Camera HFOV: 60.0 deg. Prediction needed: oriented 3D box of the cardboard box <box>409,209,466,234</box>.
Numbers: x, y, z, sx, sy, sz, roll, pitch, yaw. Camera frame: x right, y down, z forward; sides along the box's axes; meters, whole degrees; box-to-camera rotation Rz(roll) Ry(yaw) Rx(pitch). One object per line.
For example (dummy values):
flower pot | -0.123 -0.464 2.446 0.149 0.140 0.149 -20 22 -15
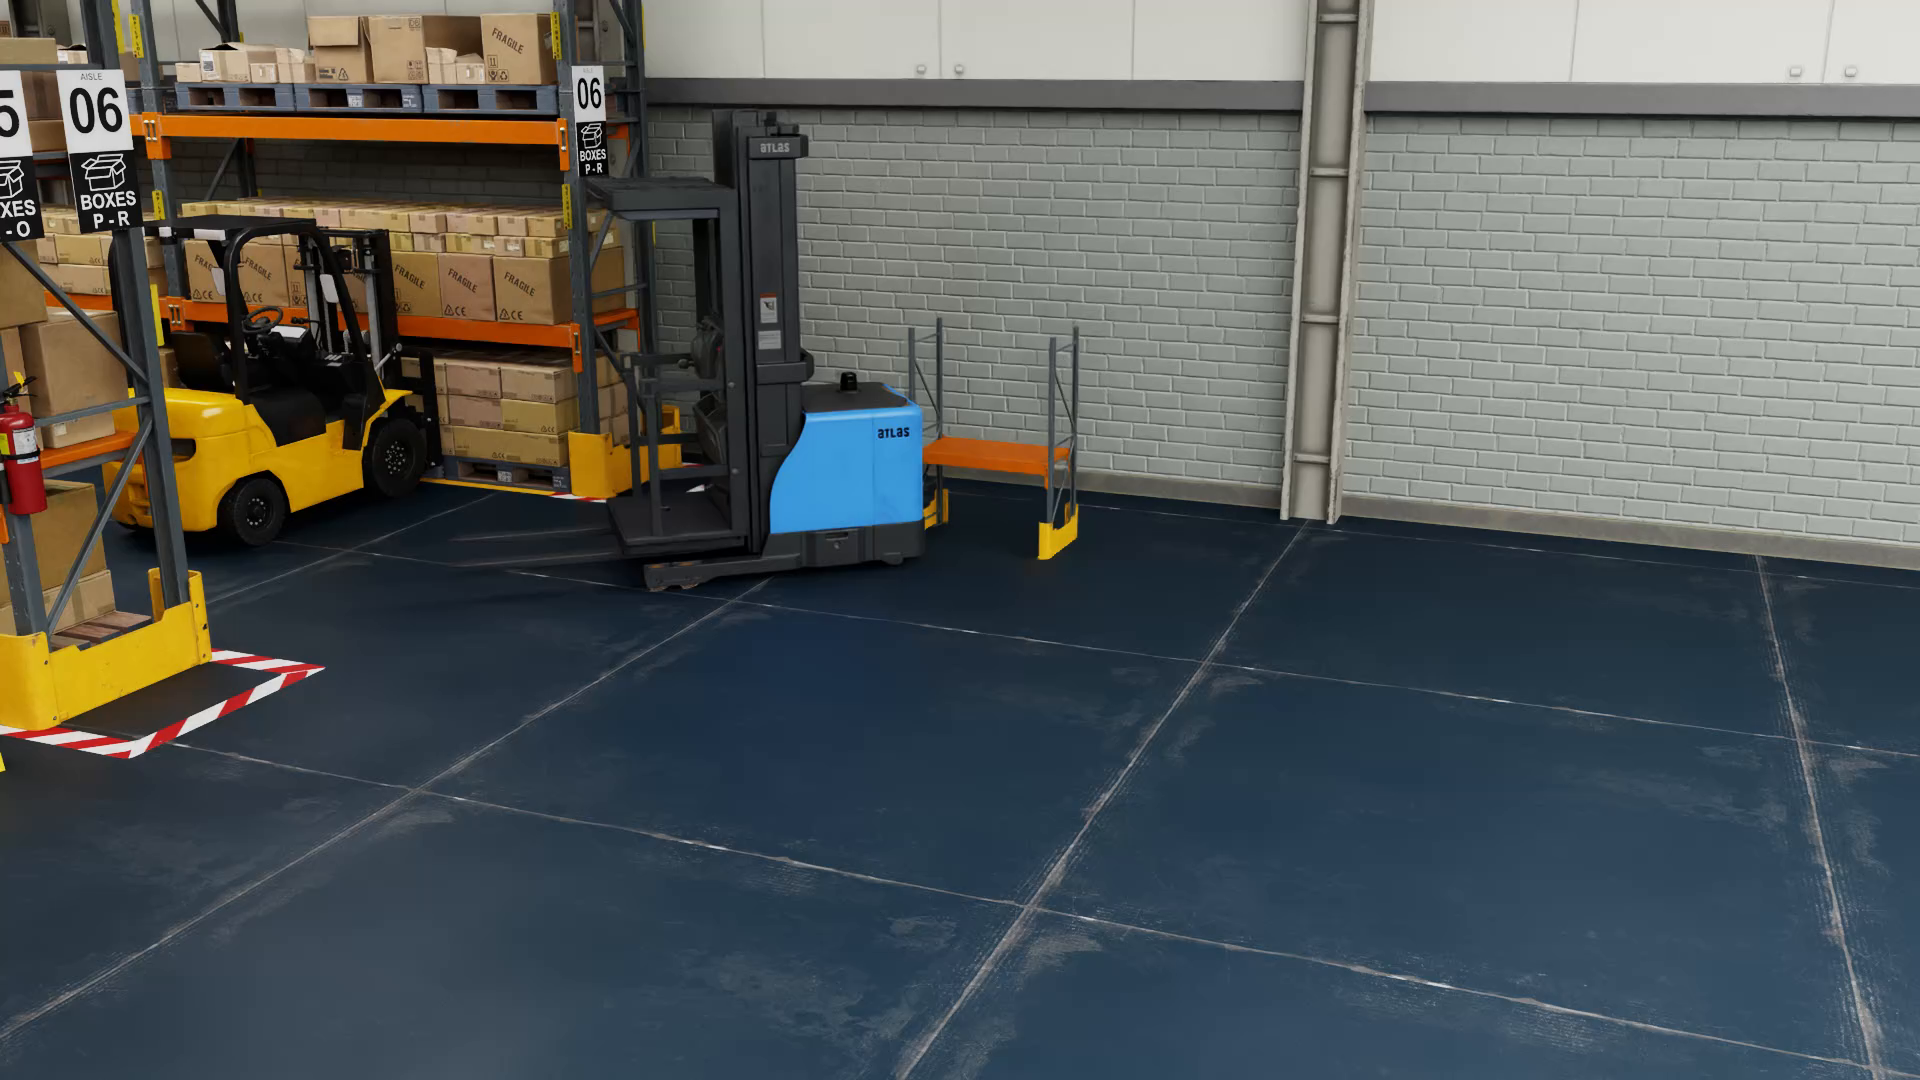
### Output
cardboard box | -4.070 -2.487 12.984 0.250 0.149 0.380 7 18 22

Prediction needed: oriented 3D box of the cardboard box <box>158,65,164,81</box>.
cardboard box | -7.116 -4.040 14.346 0.250 0.149 0.380 6 17 21

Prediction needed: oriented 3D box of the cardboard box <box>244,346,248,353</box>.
cardboard box | -5.592 -1.508 13.873 0.500 0.250 0.500 6 17 21

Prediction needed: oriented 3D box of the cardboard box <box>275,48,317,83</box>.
cardboard box | -5.129 -3.728 13.061 0.258 0.266 0.396 6 17 19

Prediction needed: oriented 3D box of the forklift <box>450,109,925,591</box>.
forklift | -1.807 -1.246 10.709 3.031 2.935 1.130 -5 17 -17

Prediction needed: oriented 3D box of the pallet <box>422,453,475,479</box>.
pallet | -4.535 -0.777 13.970 1.213 0.211 1.003 6 17 21

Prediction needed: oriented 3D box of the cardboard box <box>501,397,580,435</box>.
cardboard box | -3.245 -1.013 13.066 0.500 0.250 0.500 6 17 20

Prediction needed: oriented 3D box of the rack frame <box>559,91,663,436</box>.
rack frame | -2.678 -1.923 12.918 0.127 3.000 1.000 6 17 21

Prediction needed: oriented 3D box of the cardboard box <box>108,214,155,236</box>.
cardboard box | -7.045 -2.691 14.220 0.250 0.149 0.380 6 17 20

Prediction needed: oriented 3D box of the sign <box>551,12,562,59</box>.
sign | -2.890 -3.612 11.908 0.005 0.325 0.100 6 17 21

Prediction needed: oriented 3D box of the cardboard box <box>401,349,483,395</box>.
cardboard box | -4.171 -1.351 13.331 0.500 0.250 0.500 7 17 21

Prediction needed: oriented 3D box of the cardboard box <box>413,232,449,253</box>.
cardboard box | -4.063 -2.350 13.045 0.250 0.149 0.380 6 17 19

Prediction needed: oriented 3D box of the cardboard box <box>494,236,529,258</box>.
cardboard box | -3.352 -2.264 12.749 0.250 0.149 0.380 7 17 22

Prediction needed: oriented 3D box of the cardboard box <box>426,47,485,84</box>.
cardboard box | -3.796 -3.581 12.556 0.258 0.266 0.396 6 17 21

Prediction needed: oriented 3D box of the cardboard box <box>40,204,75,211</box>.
cardboard box | -8.308 -2.968 15.175 0.250 0.149 0.380 7 18 22

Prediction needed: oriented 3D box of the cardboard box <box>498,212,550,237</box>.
cardboard box | -3.329 -2.425 12.769 0.250 0.149 0.380 6 17 21

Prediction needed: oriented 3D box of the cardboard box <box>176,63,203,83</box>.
cardboard box | -6.093 -3.777 13.443 0.250 0.149 0.380 7 17 22

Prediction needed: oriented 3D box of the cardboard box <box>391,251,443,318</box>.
cardboard box | -4.188 -2.061 13.214 0.500 0.500 0.500 6 17 20

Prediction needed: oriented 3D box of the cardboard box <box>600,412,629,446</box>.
cardboard box | -3.063 -0.905 13.591 0.500 0.250 0.500 6 17 21

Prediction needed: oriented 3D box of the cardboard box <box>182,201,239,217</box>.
cardboard box | -6.211 -2.725 13.804 0.250 0.149 0.380 7 17 22

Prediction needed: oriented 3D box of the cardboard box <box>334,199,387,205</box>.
cardboard box | -5.032 -2.779 13.991 0.250 0.149 0.380 6 17 20

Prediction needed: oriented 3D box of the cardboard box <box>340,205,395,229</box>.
cardboard box | -4.745 -2.593 13.349 0.250 0.149 0.380 6 17 21

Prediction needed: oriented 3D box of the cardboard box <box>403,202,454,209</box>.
cardboard box | -4.340 -2.681 13.652 0.250 0.149 0.380 6 17 21

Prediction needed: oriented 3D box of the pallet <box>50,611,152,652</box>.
pallet | -5.309 0.604 9.216 1.213 0.211 1.003 6 17 21

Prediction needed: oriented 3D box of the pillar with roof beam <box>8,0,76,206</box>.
pillar with roof beam | -10.156 -4.607 11.401 0.400 9.000 9.100 6 17 21

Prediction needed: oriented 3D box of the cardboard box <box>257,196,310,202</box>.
cardboard box | -5.773 -2.844 14.214 0.250 0.149 0.380 6 17 19

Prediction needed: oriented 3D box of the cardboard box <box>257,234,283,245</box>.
cardboard box | -5.502 -2.501 13.566 0.250 0.149 0.380 7 17 22

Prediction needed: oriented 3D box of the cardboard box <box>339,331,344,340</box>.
cardboard box | -5.393 -1.646 14.347 0.500 0.250 0.500 6 17 20

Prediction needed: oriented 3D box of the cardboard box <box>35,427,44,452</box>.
cardboard box | -4.922 -0.498 8.458 0.250 0.149 0.380 7 18 22

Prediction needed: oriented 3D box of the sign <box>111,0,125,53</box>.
sign | -4.297 -2.637 8.427 0.005 0.325 0.100 6 17 21

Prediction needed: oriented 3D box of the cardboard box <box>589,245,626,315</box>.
cardboard box | -3.037 -2.094 13.327 0.500 0.500 0.500 7 18 22

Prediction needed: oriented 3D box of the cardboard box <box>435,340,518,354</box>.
cardboard box | -3.983 -1.487 13.801 0.500 0.250 0.500 6 17 20

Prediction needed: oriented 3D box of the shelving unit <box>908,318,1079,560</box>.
shelving unit | 0.222 -0.721 11.468 1.083 1.500 0.587 7 18 22

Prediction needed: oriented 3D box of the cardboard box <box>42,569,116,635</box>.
cardboard box | -5.144 0.329 9.339 0.500 0.250 0.500 6 17 20

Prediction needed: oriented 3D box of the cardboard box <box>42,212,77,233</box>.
cardboard box | -7.767 -2.765 14.476 0.250 0.149 0.380 6 17 19

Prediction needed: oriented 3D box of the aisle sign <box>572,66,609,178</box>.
aisle sign | -2.724 -3.089 12.270 0.004 0.787 0.394 6 17 21

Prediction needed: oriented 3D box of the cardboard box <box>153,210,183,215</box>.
cardboard box | -6.877 -2.825 14.680 0.250 0.149 0.380 6 17 19

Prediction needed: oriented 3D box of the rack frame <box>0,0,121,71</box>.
rack frame | -4.495 -3.517 7.646 0.127 3.000 1.000 6 17 21

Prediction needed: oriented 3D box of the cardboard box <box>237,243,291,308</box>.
cardboard box | -5.591 -2.218 13.755 0.500 0.500 0.500 7 17 22

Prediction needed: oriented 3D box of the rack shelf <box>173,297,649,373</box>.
rack shelf | -4.538 -1.782 13.723 4.000 0.370 1.077 6 17 21

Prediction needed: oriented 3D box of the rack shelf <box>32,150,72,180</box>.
rack shelf | -6.356 -1.935 8.869 4.000 0.370 1.077 6 17 21

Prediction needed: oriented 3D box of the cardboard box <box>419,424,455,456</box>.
cardboard box | -4.152 -0.877 13.494 0.500 0.250 0.500 6 17 21

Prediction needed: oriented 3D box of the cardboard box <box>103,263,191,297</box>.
cardboard box | -6.963 -2.244 14.292 0.500 0.250 0.500 7 17 22

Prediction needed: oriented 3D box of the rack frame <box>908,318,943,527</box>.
rack frame | -0.236 -0.777 11.659 0.032 1.500 0.500 7 18 22

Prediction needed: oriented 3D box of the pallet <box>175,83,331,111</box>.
pallet | -5.596 -3.650 13.644 1.213 0.211 1.003 6 17 21

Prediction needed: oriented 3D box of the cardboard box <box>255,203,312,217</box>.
cardboard box | -5.492 -2.645 13.529 0.250 0.149 0.380 7 17 22

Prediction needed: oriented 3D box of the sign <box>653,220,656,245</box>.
sign | -2.468 -2.520 13.280 0.005 0.325 0.100 6 17 21

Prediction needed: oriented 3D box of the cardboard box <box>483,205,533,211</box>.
cardboard box | -3.618 -2.603 13.385 0.250 0.149 0.380 6 17 21

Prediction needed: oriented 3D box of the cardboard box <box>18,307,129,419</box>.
cardboard box | -4.834 -0.947 8.842 0.500 0.500 0.500 6 17 20

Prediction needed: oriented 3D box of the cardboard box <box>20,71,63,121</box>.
cardboard box | -4.865 -2.267 8.459 0.500 0.250 0.500 6 17 20

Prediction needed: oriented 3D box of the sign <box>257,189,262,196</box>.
sign | -6.197 -2.930 14.692 0.005 0.325 0.100 6 17 21

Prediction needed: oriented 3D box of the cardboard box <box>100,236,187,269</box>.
cardboard box | -6.949 -2.484 14.224 0.500 0.250 0.500 6 17 19

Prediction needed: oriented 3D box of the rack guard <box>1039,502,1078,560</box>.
rack guard | 0.679 -0.066 11.452 0.087 0.250 0.587 7 18 22

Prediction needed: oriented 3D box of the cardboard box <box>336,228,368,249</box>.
cardboard box | -4.768 -2.428 13.313 0.250 0.149 0.380 6 17 19

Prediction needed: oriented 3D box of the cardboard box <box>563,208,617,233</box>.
cardboard box | -2.912 -2.515 13.082 0.250 0.149 0.380 6 17 20

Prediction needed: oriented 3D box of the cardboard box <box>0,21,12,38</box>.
cardboard box | -8.588 -4.238 14.401 0.500 0.500 0.500 7 17 22
